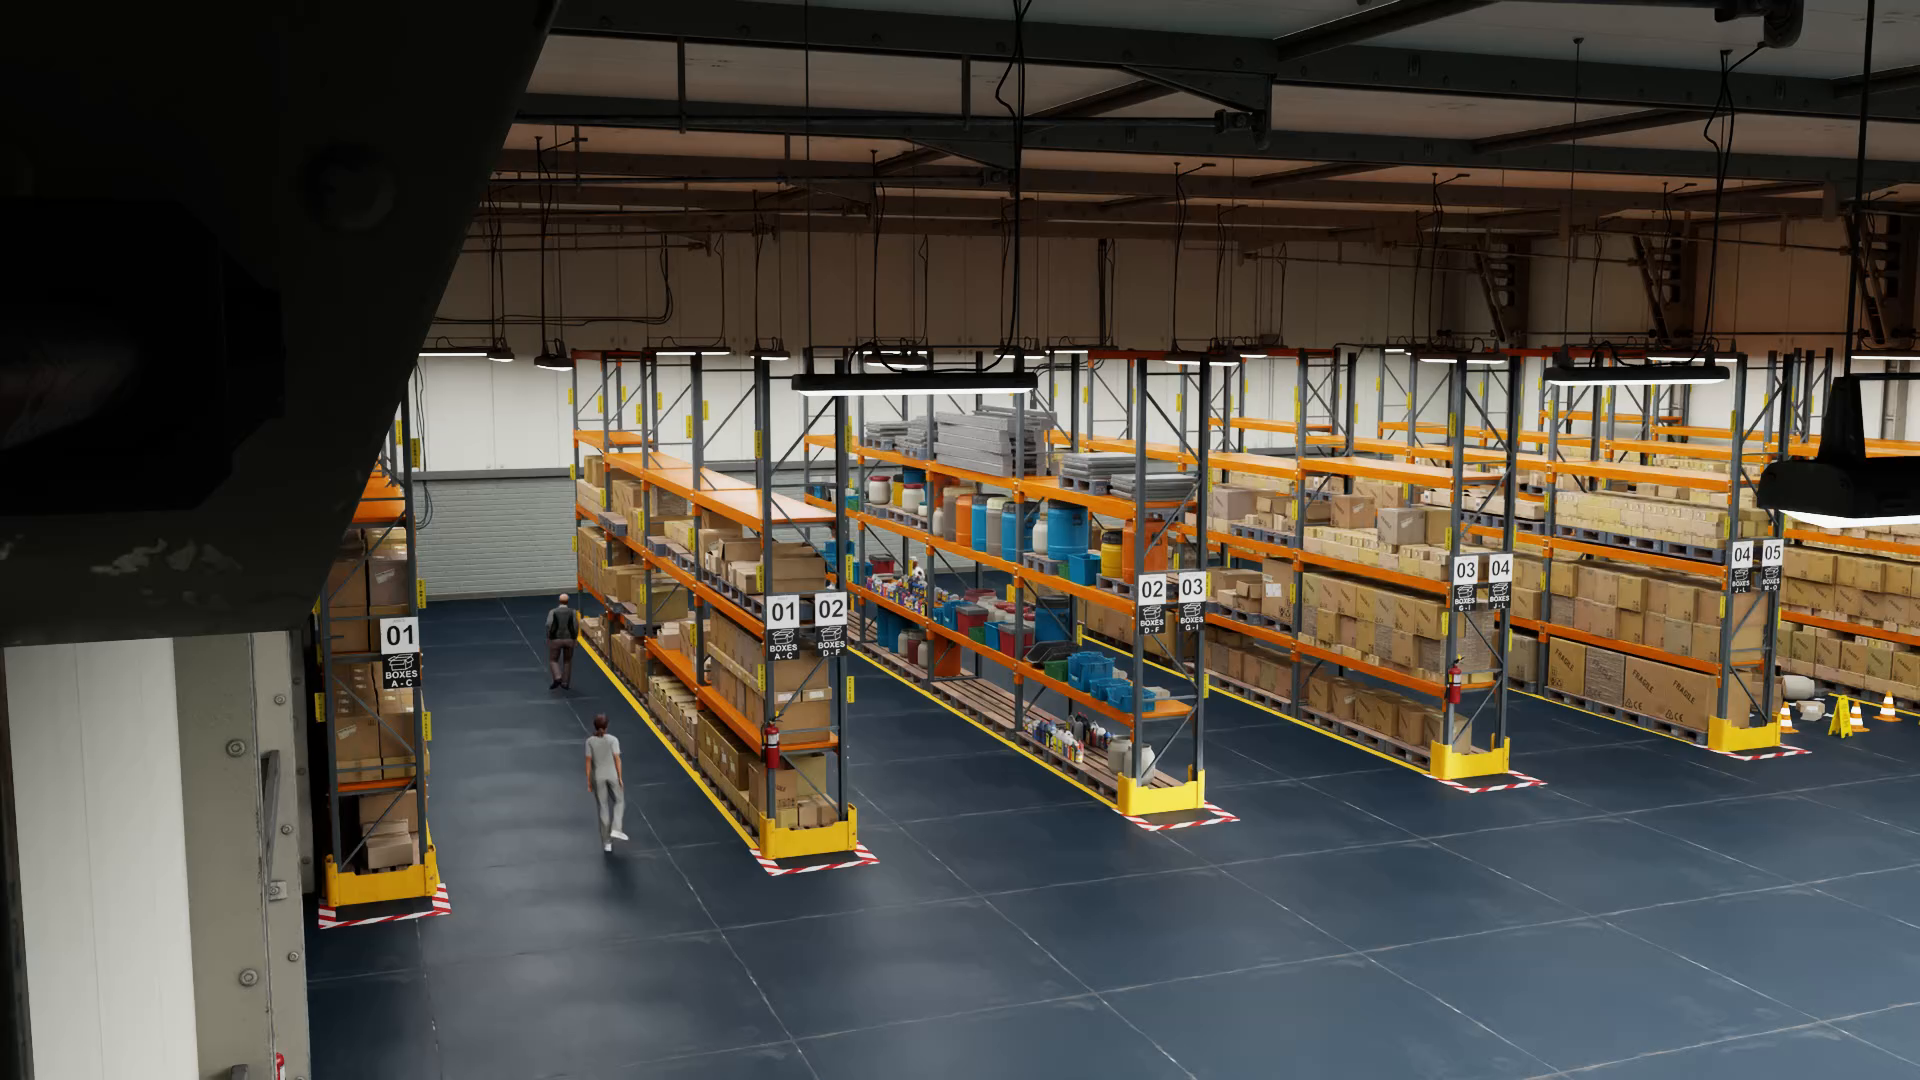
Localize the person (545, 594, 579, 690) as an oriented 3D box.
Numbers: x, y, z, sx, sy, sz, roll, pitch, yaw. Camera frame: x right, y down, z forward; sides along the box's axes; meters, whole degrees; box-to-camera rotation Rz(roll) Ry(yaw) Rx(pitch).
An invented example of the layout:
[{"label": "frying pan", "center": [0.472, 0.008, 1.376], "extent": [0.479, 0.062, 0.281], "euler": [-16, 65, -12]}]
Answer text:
[{"label": "person", "center": [-7.045, 1.828, 29.552], "extent": [0.578, 1.689, 0.637], "euler": [-2, 7, -18]}]

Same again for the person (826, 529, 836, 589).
[{"label": "person", "center": [-3.074, 0.406, 41.275], "extent": [0.398, 1.566, 0.760], "euler": [7, 10, 43]}]

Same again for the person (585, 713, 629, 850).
[{"label": "person", "center": [-4.348, 2.968, 20.439], "extent": [0.505, 1.658, 0.471], "euler": [-1, 7, -11]}]

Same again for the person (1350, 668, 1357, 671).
[{"label": "person", "center": [7.484, 1.620, 31.671], "extent": [0.558, 1.562, 1.038], "euler": [-1, 7, -11]}]

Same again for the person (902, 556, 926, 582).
[{"label": "person", "center": [-0.958, 1.134, 35.282], "extent": [0.490, 1.600, 1.052], "euler": [-4, 8, -29]}]
